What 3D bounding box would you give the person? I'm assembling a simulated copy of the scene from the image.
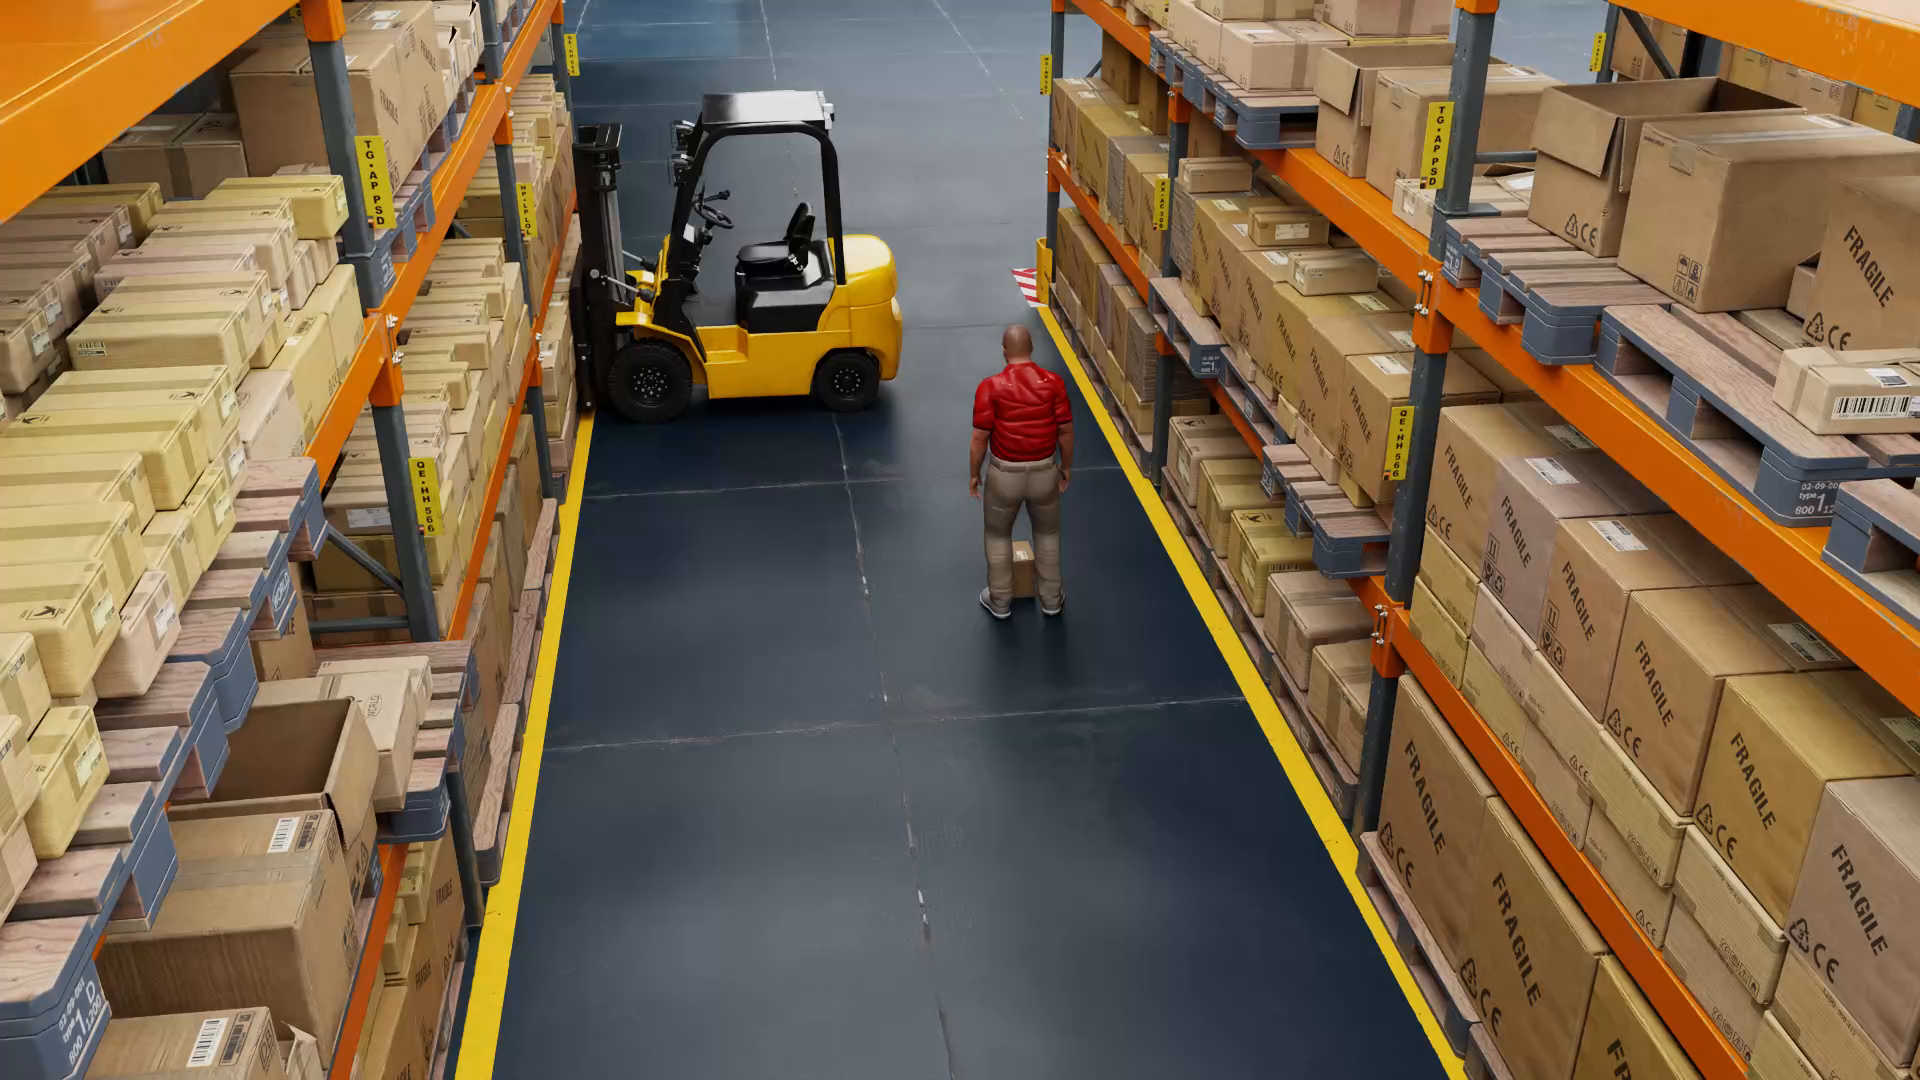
[{"bbox_3d":[0.342,-0.368,9.356,0.593,1.726,0.395,-4,27,-8],"label":"person"}]
